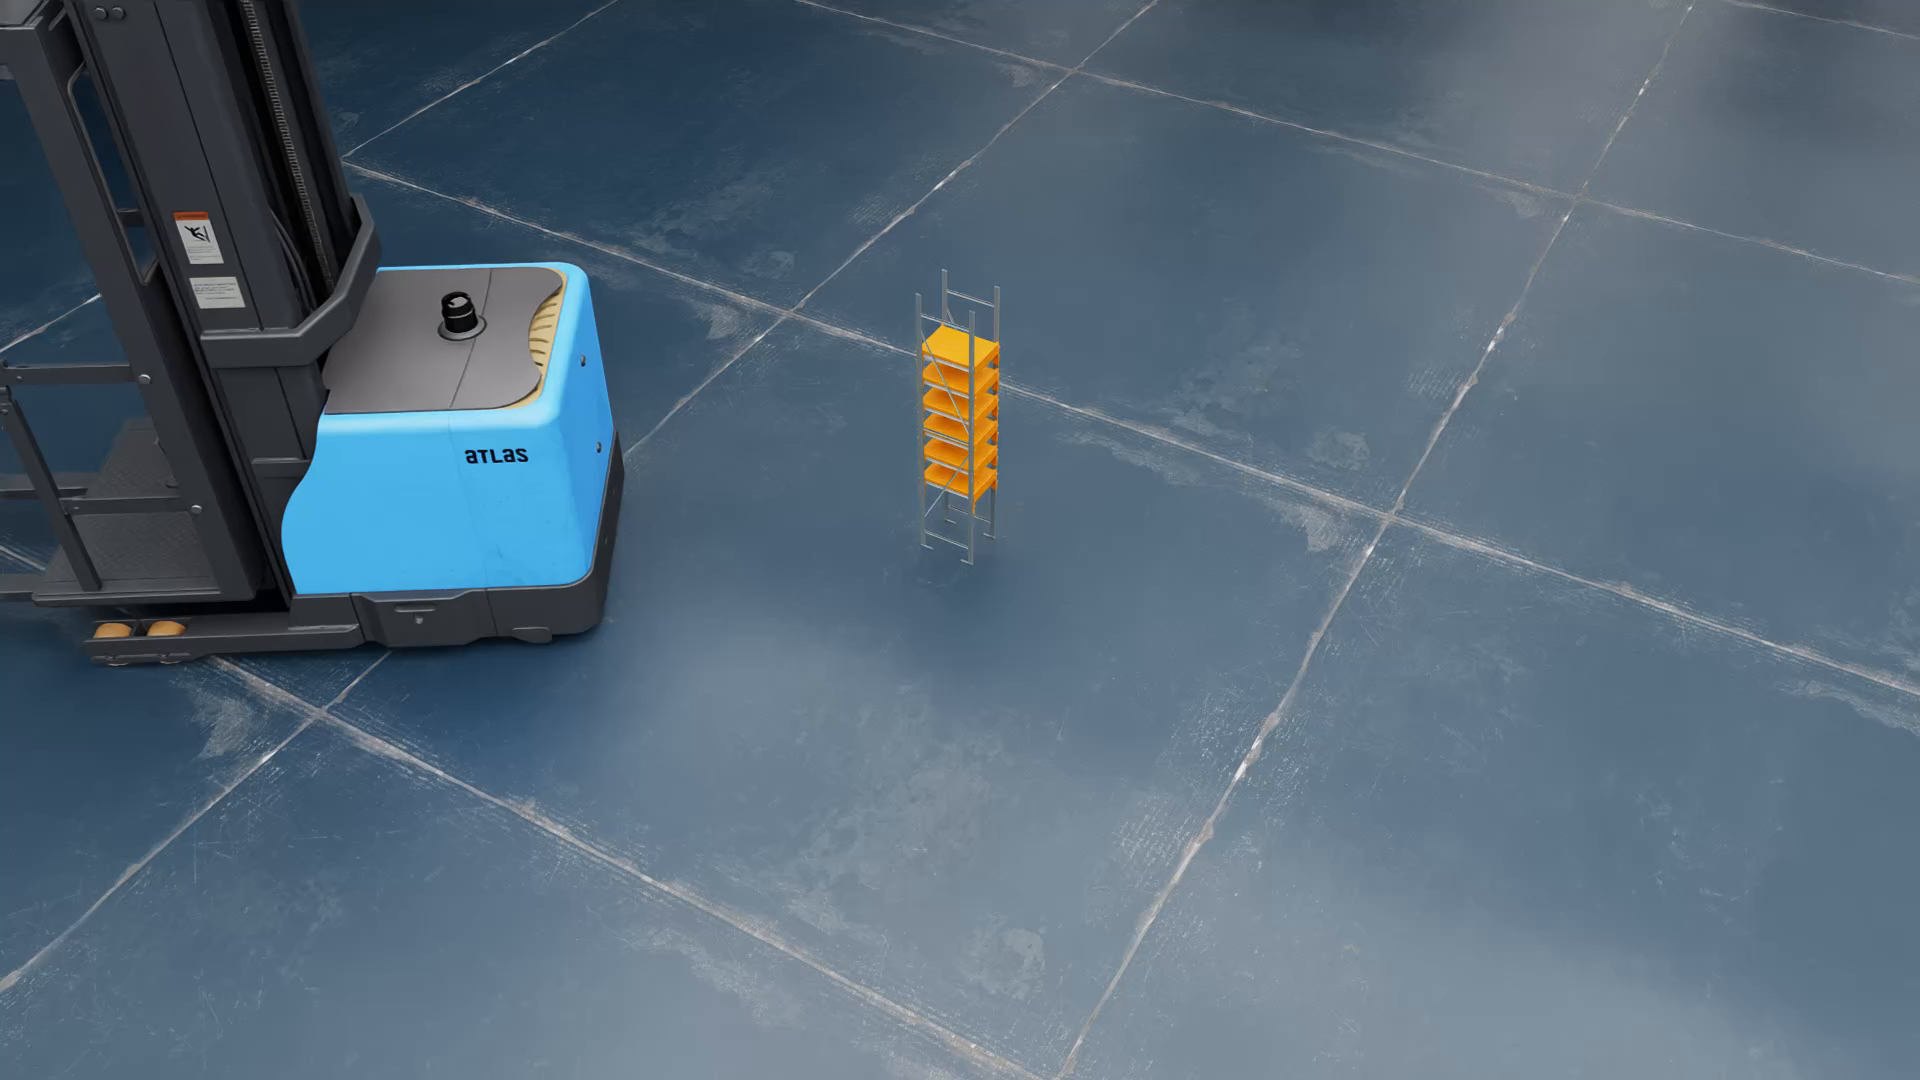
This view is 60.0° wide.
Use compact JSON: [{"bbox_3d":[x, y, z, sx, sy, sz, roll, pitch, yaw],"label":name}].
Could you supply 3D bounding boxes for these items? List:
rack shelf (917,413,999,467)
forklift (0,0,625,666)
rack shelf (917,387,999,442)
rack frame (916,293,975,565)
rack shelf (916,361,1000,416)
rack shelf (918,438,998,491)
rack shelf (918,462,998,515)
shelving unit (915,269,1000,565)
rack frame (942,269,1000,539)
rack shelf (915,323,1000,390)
[{"bbox_3d":[-0.007,-0.409,6.373,0.258,0.103,0.180,21,45,22],"label":"rack shelf"},{"bbox_3d":[-2.892,-0.990,5.657,3.031,2.935,1.130,-2,41,-2],"label":"forklift"},{"bbox_3d":[-0.007,-0.499,6.294,0.258,0.103,0.180,21,45,22],"label":"rack shelf"},{"bbox_3d":[-0.053,-0.390,6.285,0.240,1.200,0.006,21,45,22],"label":"rack frame"},{"bbox_3d":[-0.007,-0.589,6.215,0.258,0.103,0.180,21,45,22],"label":"rack shelf"},{"bbox_3d":[-0.007,-0.319,6.453,0.258,0.103,0.180,21,45,22],"label":"rack shelf"},{"bbox_3d":[-0.007,-0.229,6.532,0.258,0.103,0.180,21,45,22],"label":"rack shelf"},{"bbox_3d":[-0.007,-0.442,6.344,0.258,1.200,0.189,21,45,22],"label":"shelving unit"},{"bbox_3d":[0.039,-0.494,6.404,0.240,1.200,0.006,21,45,22],"label":"rack frame"},{"bbox_3d":[-0.007,-0.679,6.135,0.258,0.103,0.180,21,45,22],"label":"rack shelf"}]
